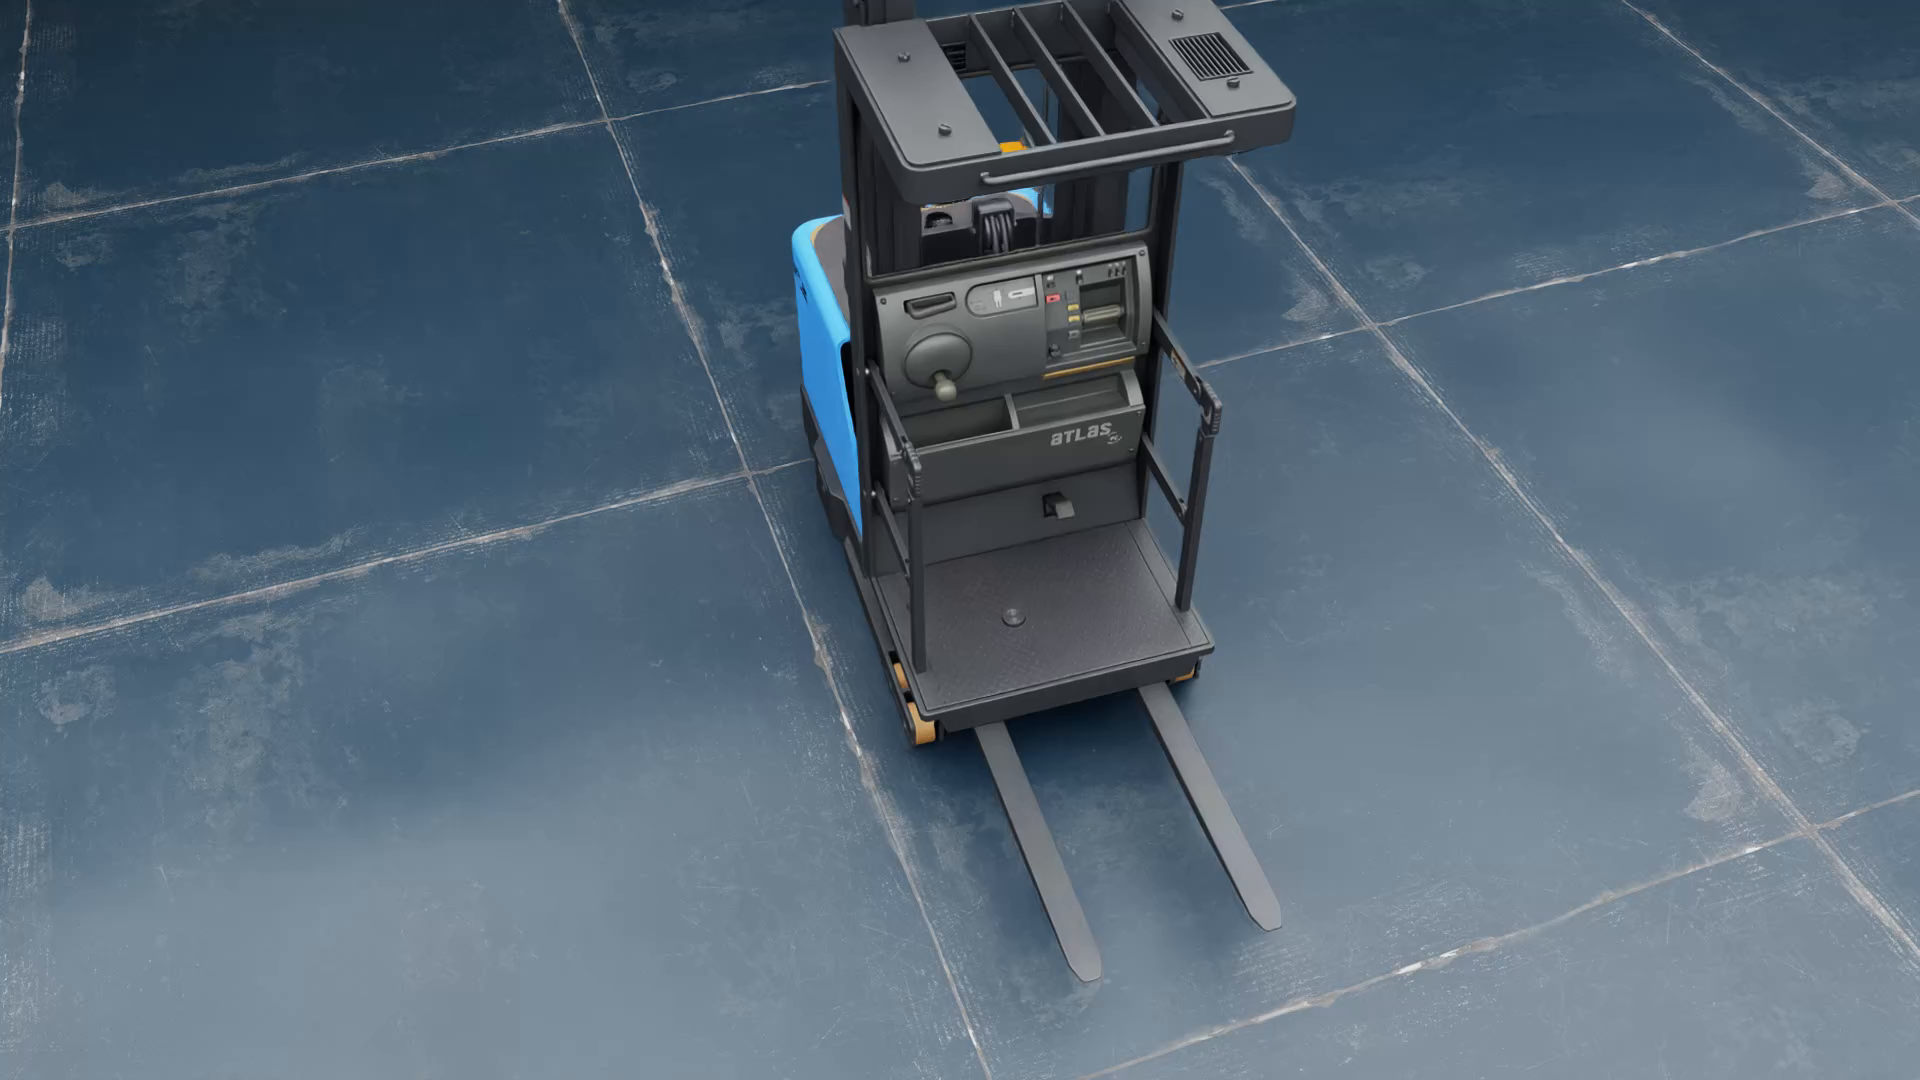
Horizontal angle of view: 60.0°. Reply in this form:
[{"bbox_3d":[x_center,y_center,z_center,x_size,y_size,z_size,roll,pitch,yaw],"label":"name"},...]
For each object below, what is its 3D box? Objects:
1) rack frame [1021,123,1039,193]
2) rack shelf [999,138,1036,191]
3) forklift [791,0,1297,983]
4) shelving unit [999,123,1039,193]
[{"bbox_3d":[0.291,-1.245,7.137,0.015,1.200,0.240,-9,44,-9],"label":"rack frame"},{"bbox_3d":[0.050,-1.496,6.832,0.480,0.148,0.258,-9,44,-9],"label":"rack shelf"},{"bbox_3d":[0.250,-0.618,5.296,1.130,2.935,3.031,-12,46,-12],"label":"forklift"},{"bbox_3d":[0.053,-1.208,7.100,0.503,1.200,0.258,-9,44,-9],"label":"shelving unit"}]
